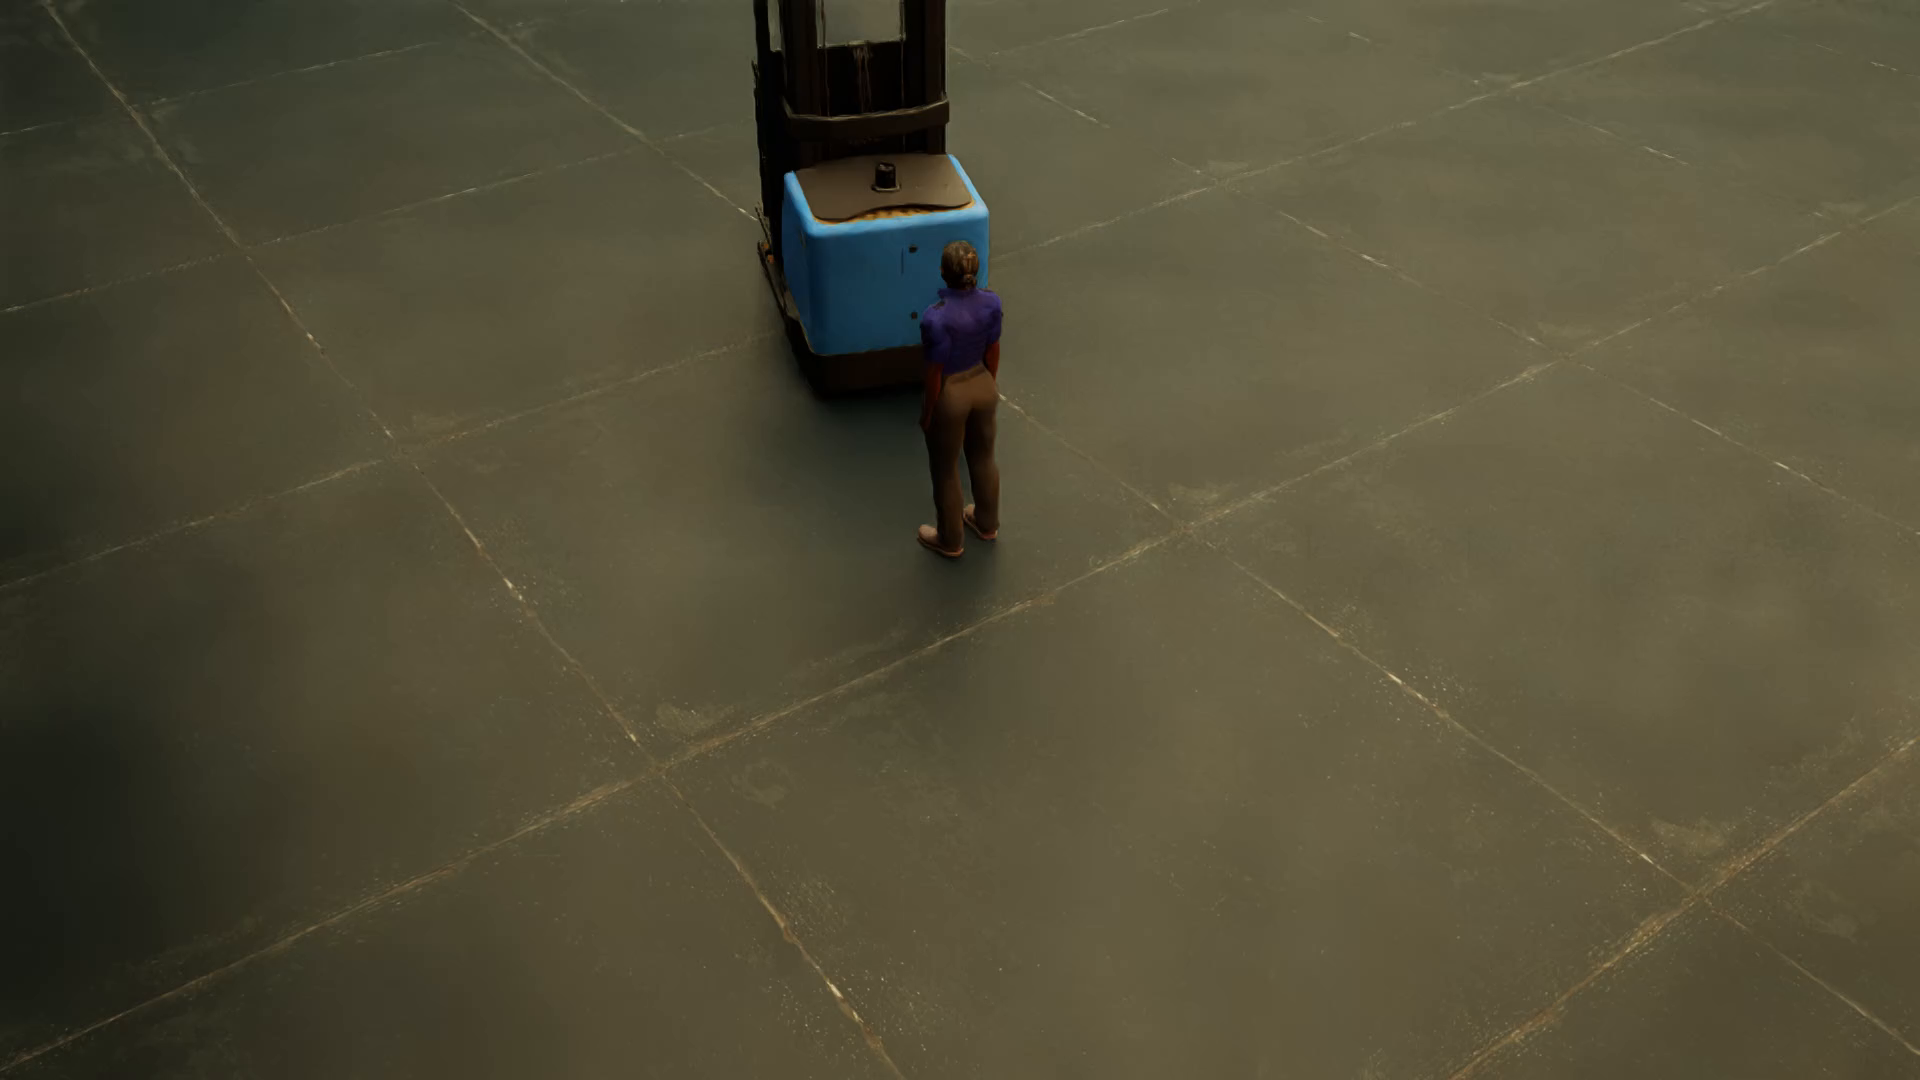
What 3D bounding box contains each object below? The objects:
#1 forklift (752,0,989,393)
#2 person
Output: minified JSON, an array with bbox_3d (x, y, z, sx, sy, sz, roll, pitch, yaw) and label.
[{"bbox_3d":[-0.688,-2.891,9.854,1.130,2.935,3.031,-9,37,-12],"label":"forklift"},{"bbox_3d":[-0.008,-0.680,7.936,0.446,1.662,0.320,-23,42,-28],"label":"person"}]
